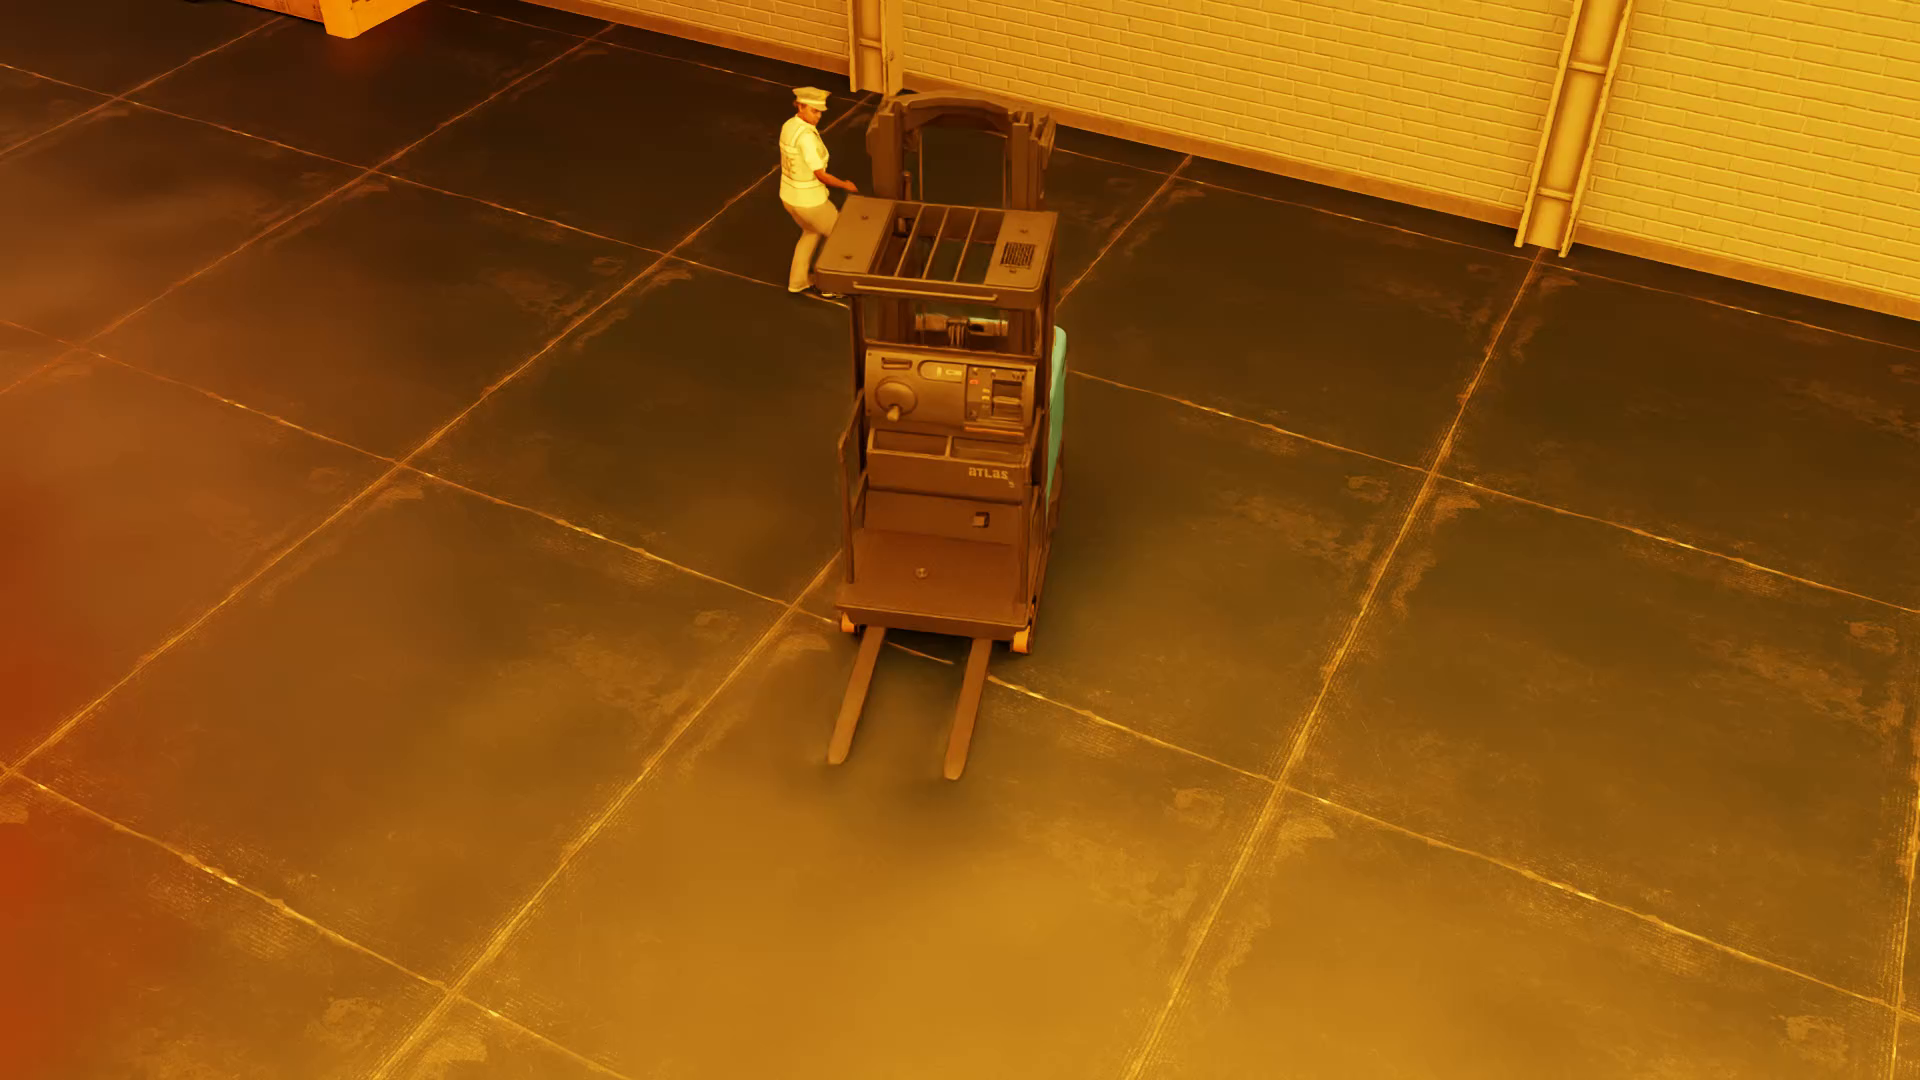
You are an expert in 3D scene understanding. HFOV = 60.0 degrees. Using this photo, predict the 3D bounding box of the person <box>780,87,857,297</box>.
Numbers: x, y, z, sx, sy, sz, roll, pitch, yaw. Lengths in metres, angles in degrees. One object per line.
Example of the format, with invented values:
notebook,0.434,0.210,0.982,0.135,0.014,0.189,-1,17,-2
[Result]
person,-1.057,-2.499,11.997,0.519,1.625,0.685,-24,46,-26

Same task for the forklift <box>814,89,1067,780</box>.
forklift,-0.090,-0.729,8.852,1.130,2.935,3.031,6,41,7
